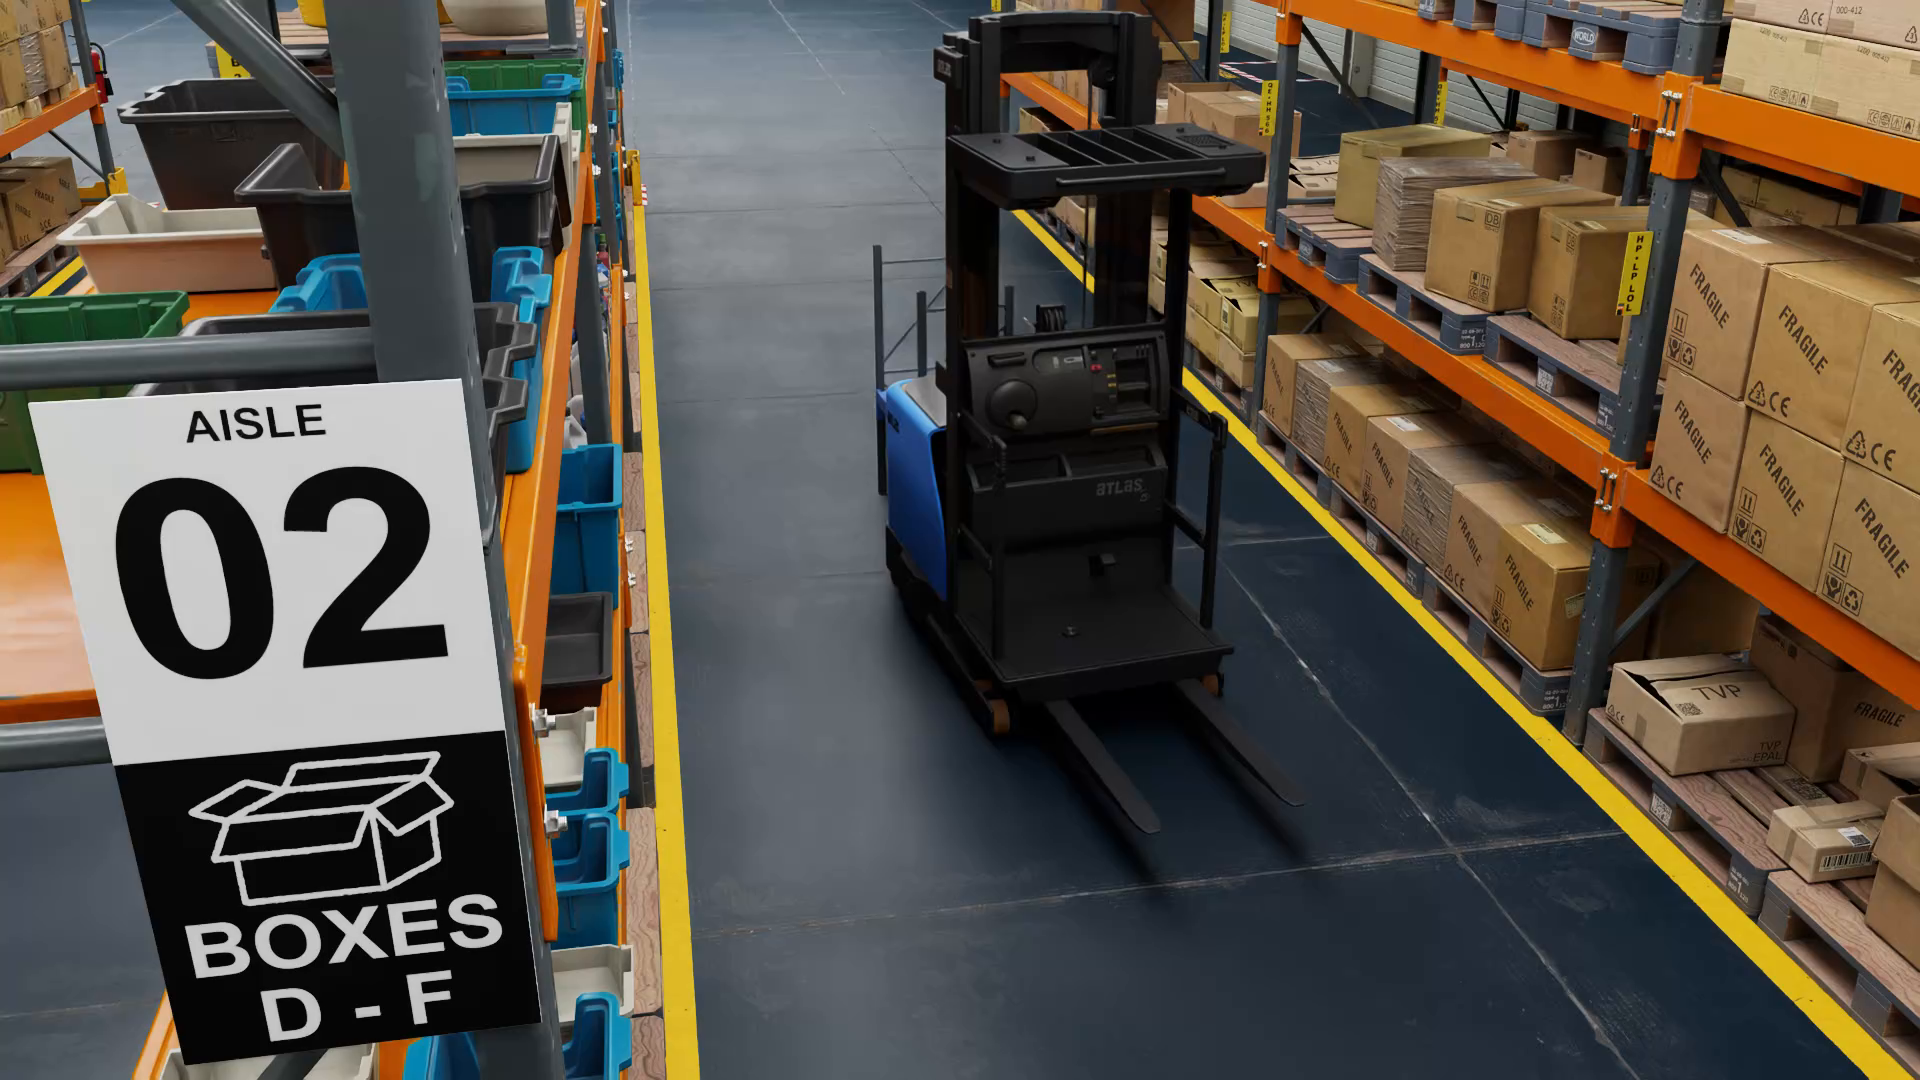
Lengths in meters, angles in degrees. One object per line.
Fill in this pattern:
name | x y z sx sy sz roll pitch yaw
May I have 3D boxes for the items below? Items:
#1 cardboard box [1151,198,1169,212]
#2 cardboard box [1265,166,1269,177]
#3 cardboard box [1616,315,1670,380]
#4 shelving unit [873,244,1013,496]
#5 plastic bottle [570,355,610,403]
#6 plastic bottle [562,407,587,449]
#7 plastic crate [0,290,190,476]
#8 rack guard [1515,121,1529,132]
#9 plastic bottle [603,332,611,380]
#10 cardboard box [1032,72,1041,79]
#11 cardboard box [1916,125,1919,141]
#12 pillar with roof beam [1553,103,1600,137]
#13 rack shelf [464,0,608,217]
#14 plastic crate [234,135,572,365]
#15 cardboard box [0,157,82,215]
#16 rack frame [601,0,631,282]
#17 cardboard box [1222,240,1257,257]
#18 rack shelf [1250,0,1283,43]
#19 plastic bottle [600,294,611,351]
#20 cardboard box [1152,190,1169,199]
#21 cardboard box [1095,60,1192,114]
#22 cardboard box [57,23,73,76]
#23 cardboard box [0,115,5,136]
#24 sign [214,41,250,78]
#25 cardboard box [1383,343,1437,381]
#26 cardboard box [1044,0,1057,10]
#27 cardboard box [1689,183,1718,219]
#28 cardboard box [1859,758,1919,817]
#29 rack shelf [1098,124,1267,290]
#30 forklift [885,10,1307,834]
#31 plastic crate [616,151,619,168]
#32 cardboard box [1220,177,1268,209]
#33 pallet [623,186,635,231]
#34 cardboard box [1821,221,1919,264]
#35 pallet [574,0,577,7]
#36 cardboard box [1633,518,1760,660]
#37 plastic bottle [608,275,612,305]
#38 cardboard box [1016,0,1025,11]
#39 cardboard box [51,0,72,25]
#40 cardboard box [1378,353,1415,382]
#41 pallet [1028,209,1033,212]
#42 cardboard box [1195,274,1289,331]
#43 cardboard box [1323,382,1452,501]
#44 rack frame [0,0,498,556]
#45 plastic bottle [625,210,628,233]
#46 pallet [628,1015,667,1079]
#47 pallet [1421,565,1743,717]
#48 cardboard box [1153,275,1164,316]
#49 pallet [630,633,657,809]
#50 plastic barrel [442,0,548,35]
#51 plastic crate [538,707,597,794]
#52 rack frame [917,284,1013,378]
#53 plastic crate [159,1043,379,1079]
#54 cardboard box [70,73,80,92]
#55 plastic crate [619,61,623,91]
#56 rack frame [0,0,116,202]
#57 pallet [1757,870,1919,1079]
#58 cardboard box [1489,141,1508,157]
cardboard box | 1.493 -2.691 13.873 0.500 0.311 0.500 -4 24 -10
cardboard box | 2.110 -2.491 11.520 0.380 0.149 0.250 -3 24 -6
cardboard box | 3.273 -0.977 7.089 0.700 0.500 0.500 -13 27 -27
shelving unit | -0.107 -0.786 9.176 0.538 1.500 1.048 -6 24 -14
plastic bottle | -1.610 -0.688 7.233 0.152 0.276 0.135 -4 24 -10
plastic bottle | -1.482 -0.326 6.311 0.144 0.351 0.185 -4 24 -10
plastic crate | -1.451 -0.241 2.572 0.450 0.188 0.336 -4 24 -10
rack guard | 5.804 -4.448 18.811 1.175 0.500 0.348 -4 24 -10
plastic bottle | -1.666 -0.863 7.639 0.097 0.271 0.097 0 24 0
cardboard box | 1.097 -4.911 16.621 0.700 0.500 0.500 -4 24 -8
cardboard box | 3.167 -1.238 4.777 0.500 0.250 0.500 -4 24 -10
pillar with roof beam | 2.538 -7.843 15.965 9.100 9.000 0.400 -4 24 -10
rack shelf | -2.098 -2.002 7.238 1.077 0.370 4.000 -4 24 -10
plastic crate | -1.001 -0.565 3.125 0.504 0.338 0.767 -4 24 -10
cardboard box | -8.715 -3.324 15.712 0.500 0.500 0.500 0 24 0
rack frame | -3.207 -3.317 13.098 1.000 3.000 0.127 -4 24 -10
cardboard box | 2.300 -2.135 12.601 0.500 0.311 0.500 -5 24 -10
rack shelf | 2.031 -3.941 11.676 1.077 0.370 4.000 -4 24 -10
plastic bottle | -1.774 -1.078 8.033 0.144 0.351 0.185 -4 24 -10
cardboard box | 1.883 -3.164 14.720 0.500 0.500 0.500 -4 24 -10
cardboard box | 1.573 -3.902 14.312 0.700 0.500 0.500 -5 24 -11
cardboard box | -8.740 -4.488 15.281 0.875 0.500 0.500 -4 24 -10
cardboard box | -7.987 -3.337 13.457 0.380 0.149 0.250 -4 24 -10
sign | -2.269 -1.509 5.199 0.100 0.325 0.005 -4 24 -10
cardboard box | 2.819 -1.136 9.741 0.500 0.250 0.500 -3 24 -8
cardboard box | 1.202 -5.286 15.859 0.700 0.500 0.500 -4 24 -10
cardboard box | 6.682 -2.818 14.529 0.700 0.500 0.500 -3 24 -8
cardboard box | 3.664 0.993 6.038 0.500 0.311 0.500 -4 24 -10
rack shelf | 2.031 -2.566 12.276 1.077 0.370 4.000 -4 24 -10
forklift | 0.549 -0.664 7.108 1.130 2.935 3.031 -7 25 -16
plastic crate | -2.608 -2.556 11.619 0.450 0.188 0.662 -4 24 -10
cardboard box | 1.963 -2.327 11.145 0.380 0.149 0.250 -4 24 -10
pallet | -3.742 -3.266 16.465 1.003 0.211 1.213 -4 24 -10
cardboard box | 3.489 -0.860 6.097 0.500 0.500 0.500 -4 24 -9
pallet | -2.422 -2.724 8.227 1.003 0.211 1.213 -4 24 -10
cardboard box | 3.291 0.200 7.618 0.500 0.500 0.500 -5 24 -12
plastic bottle | -1.909 -1.350 8.840 0.097 0.201 0.097 0 24 0
cardboard box | 0.783 -5.428 16.996 0.380 0.149 0.250 -4 24 -10
cardboard box | -8.470 -4.966 15.128 0.500 0.500 0.500 -4 24 -10
cardboard box | 2.805 -0.815 9.941 0.500 0.500 0.500 -3 24 -8
pallet | 1.104 -3.680 17.412 1.003 0.211 1.213 -4 24 -10
cardboard box | 1.960 -1.690 11.582 0.500 0.311 0.500 -5 24 -11
cardboard box | 2.395 -0.562 9.362 0.500 0.500 0.500 -5 24 -10
rack frame | -0.988 -1.346 1.090 1.000 3.000 0.127 -4 24 -10
plastic bottle | -3.062 -2.895 14.890 0.144 0.351 0.185 -4 24 -10
pallet | -1.325 1.875 4.694 1.003 0.211 1.213 -4 24 -10
pallet | 2.953 0.425 8.013 1.003 0.211 1.213 -4 24 -10
cardboard box | 1.777 -1.833 12.610 0.500 0.250 0.500 -4 24 -9
pallet | -1.830 0.801 7.153 1.003 0.211 1.213 -4 24 -10
plastic barrel | -1.579 -2.025 5.698 0.433 0.535 0.433 0 24 0
plastic crate | -1.110 0.586 4.416 0.293 0.136 0.466 -4 24 -10
rack frame | 0.026 -0.590 8.726 0.500 1.500 0.032 -6 24 -14
plastic crate | -1.356 1.074 3.298 0.396 0.136 0.243 -4 24 -10
cardboard box | -8.559 -4.312 15.689 0.380 0.149 0.250 -4 24 -10
plastic crate | -3.446 -4.392 15.744 0.499 0.251 0.408 -4 24 -10
rack frame | -8.814 -4.524 15.861 1.000 3.000 0.127 -4 24 -10
pallet | 3.496 1.493 5.567 1.003 0.211 1.213 -4 24 -10
cardboard box | 5.934 -4.090 17.677 0.500 0.311 0.500 -2 24 -5
